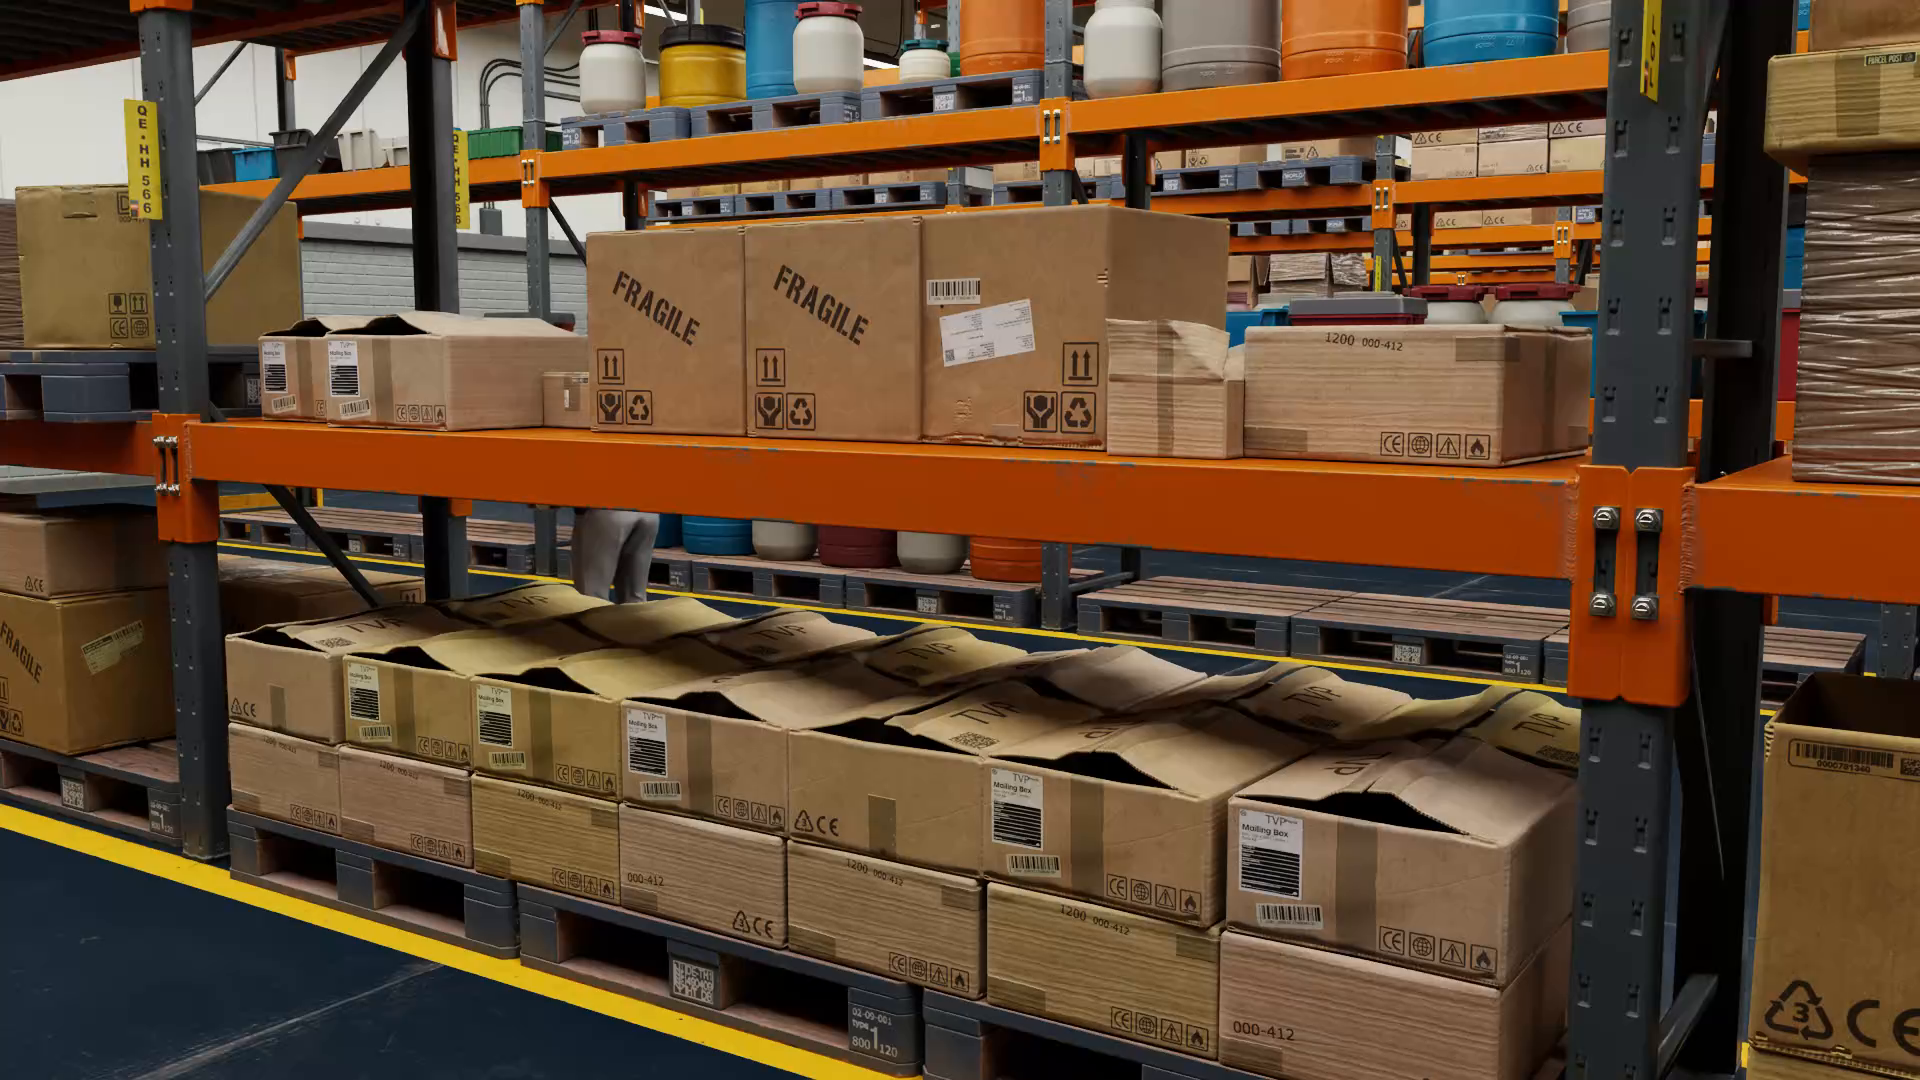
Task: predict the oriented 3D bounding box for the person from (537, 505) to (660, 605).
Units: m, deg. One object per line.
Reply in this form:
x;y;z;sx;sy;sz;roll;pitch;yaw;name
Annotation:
-1.450;-0.095;6.749;0.549;1.686;0.459;4;8;35;person
